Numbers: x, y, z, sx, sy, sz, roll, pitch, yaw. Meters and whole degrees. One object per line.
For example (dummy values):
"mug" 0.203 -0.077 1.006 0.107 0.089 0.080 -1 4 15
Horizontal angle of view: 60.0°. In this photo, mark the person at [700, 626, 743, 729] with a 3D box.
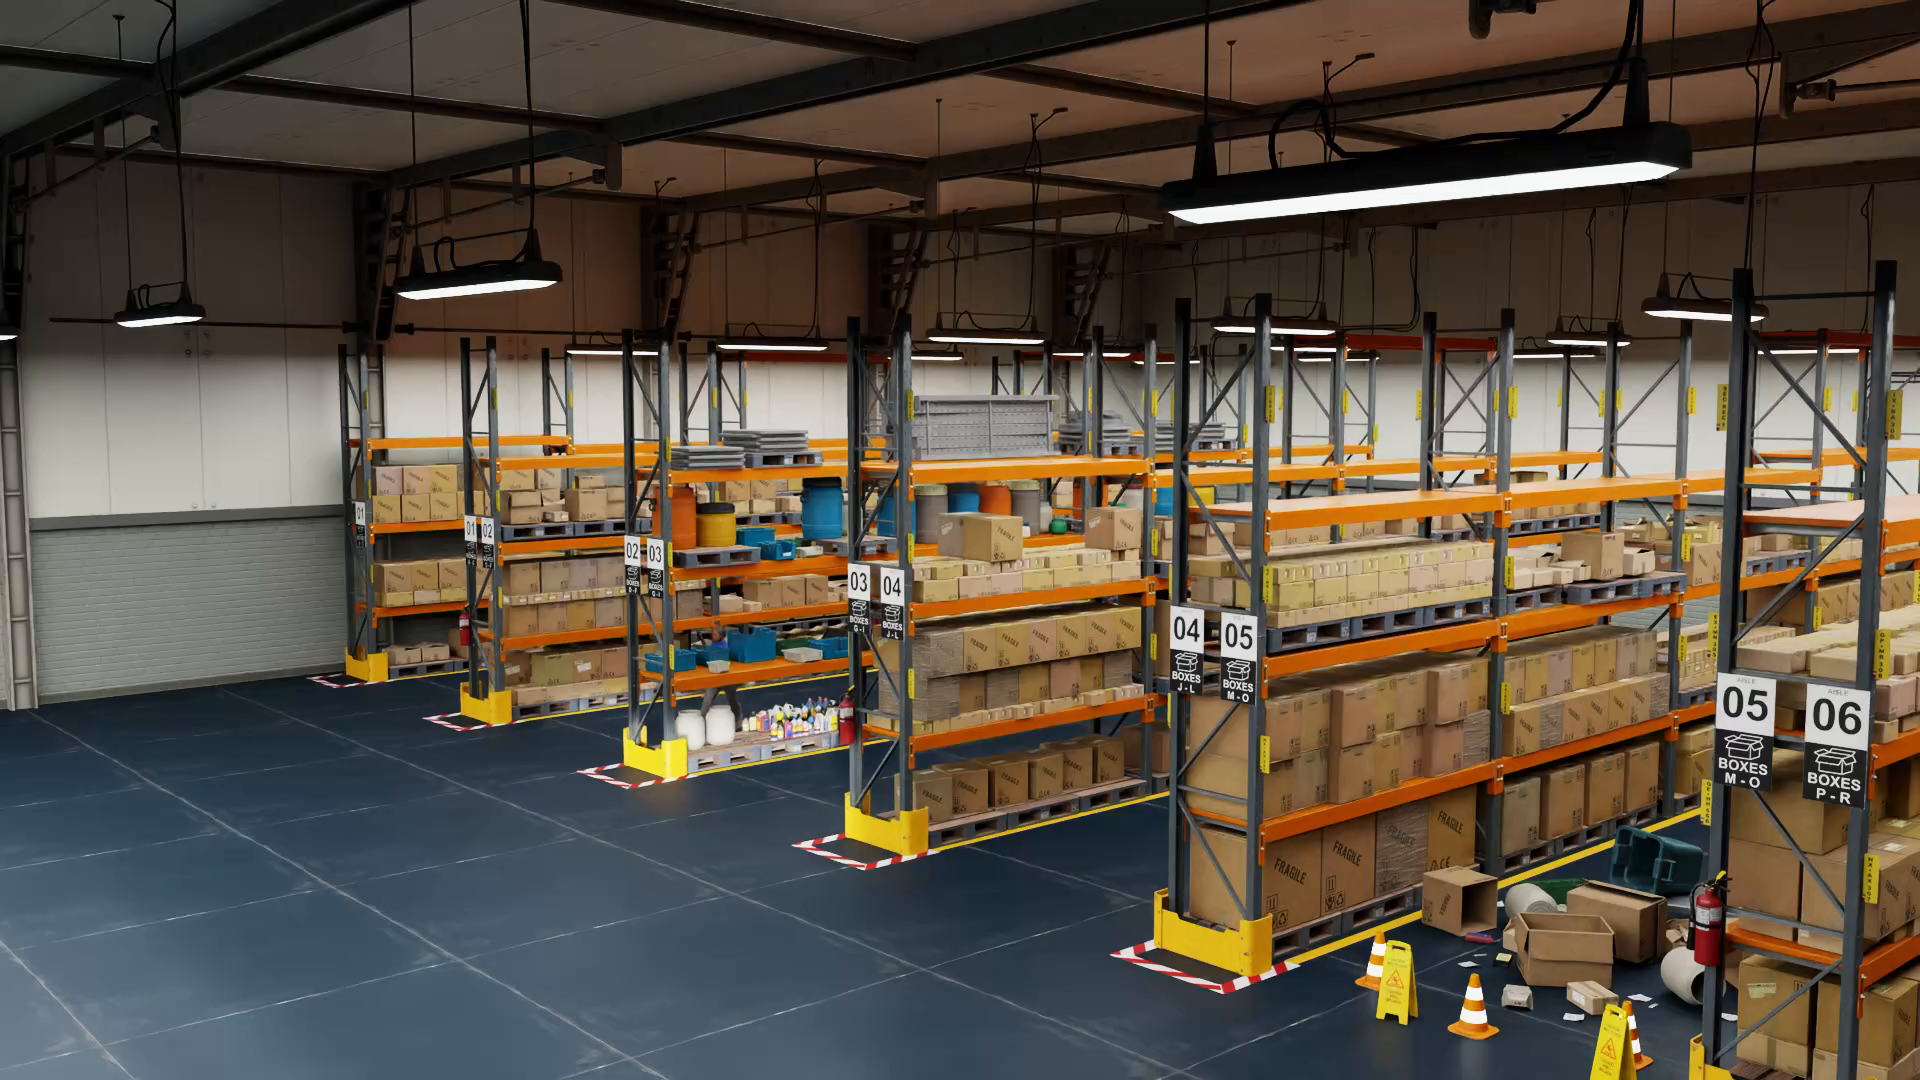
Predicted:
"person" -3.662 2.096 25.071 0.473 1.605 0.977 3 6 33

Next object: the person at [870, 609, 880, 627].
"person" -1.973 1.300 33.343 1.077 1.702 0.526 -4 7 -38
